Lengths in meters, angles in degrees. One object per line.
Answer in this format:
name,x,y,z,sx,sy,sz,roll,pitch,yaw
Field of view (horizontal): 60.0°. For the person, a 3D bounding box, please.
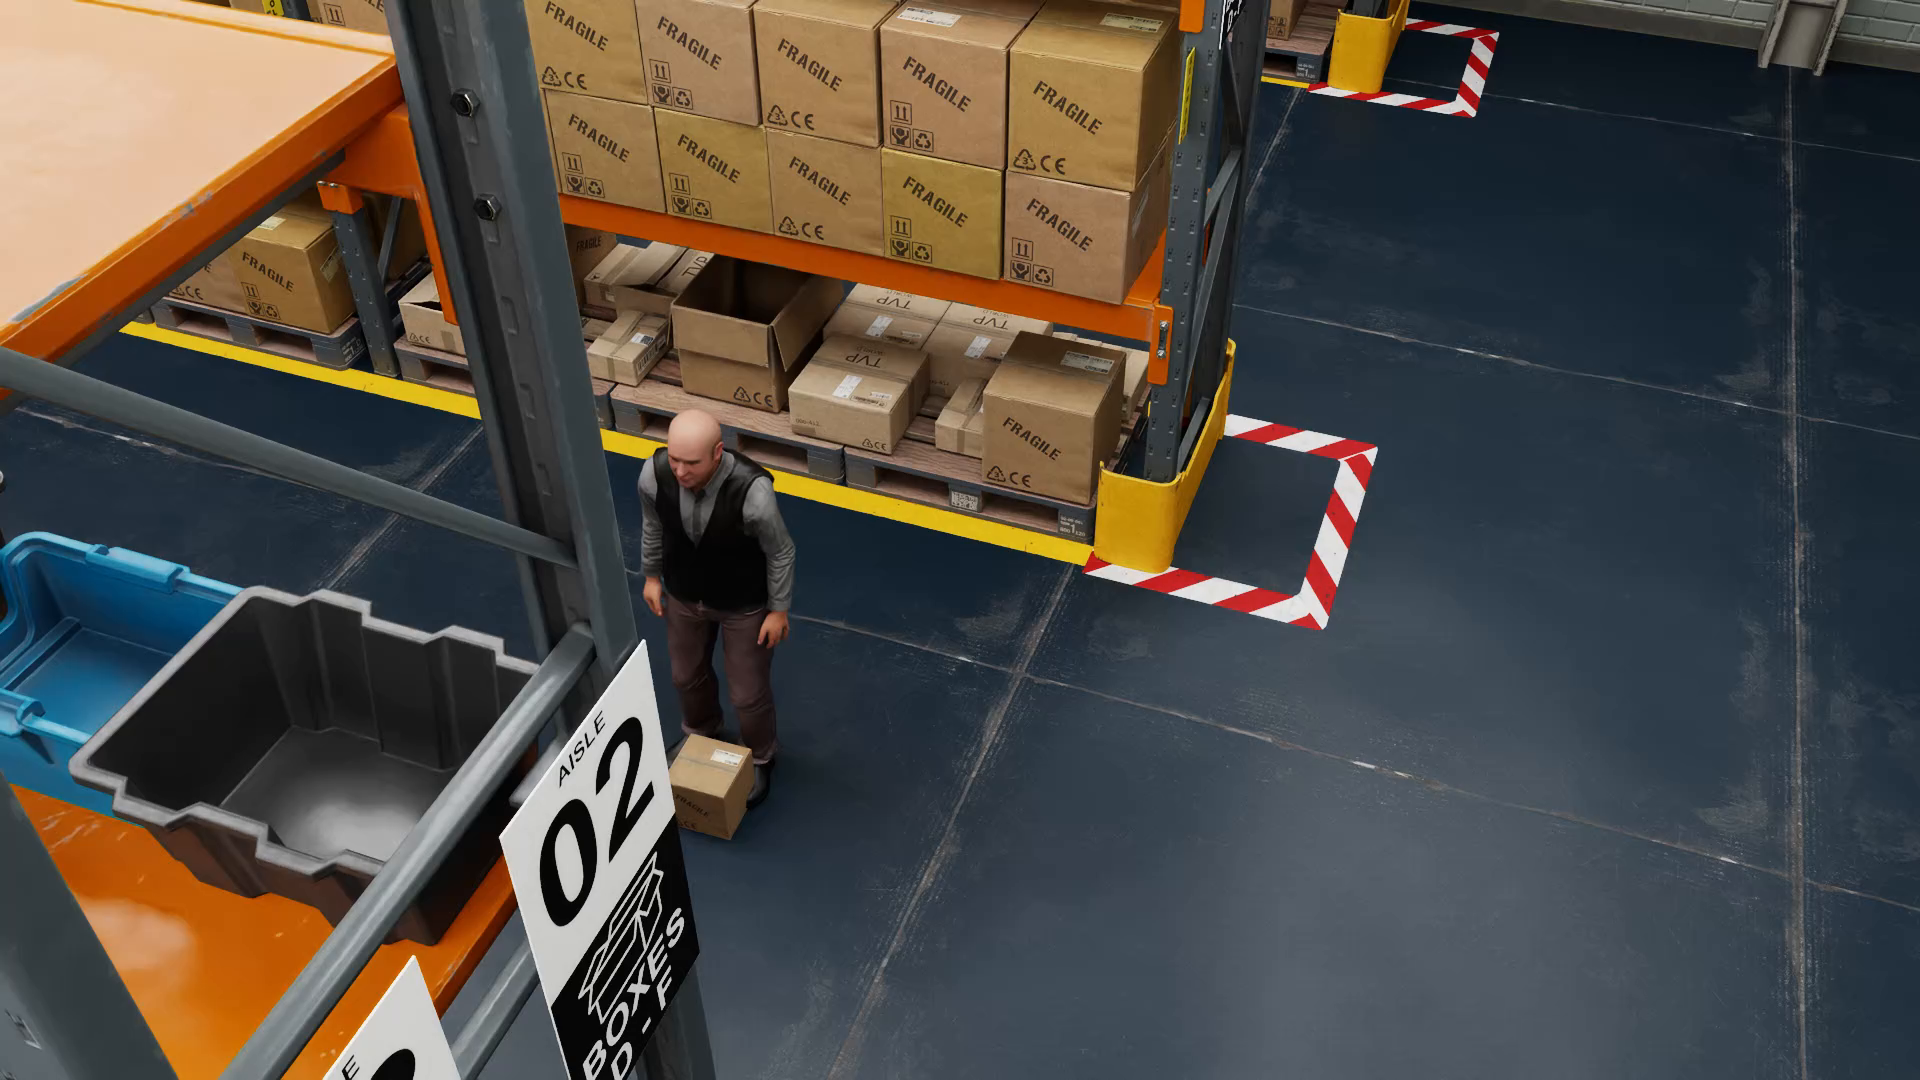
person,-0.861,0.209,5.939,0.579,1.720,0.471,13,43,14
